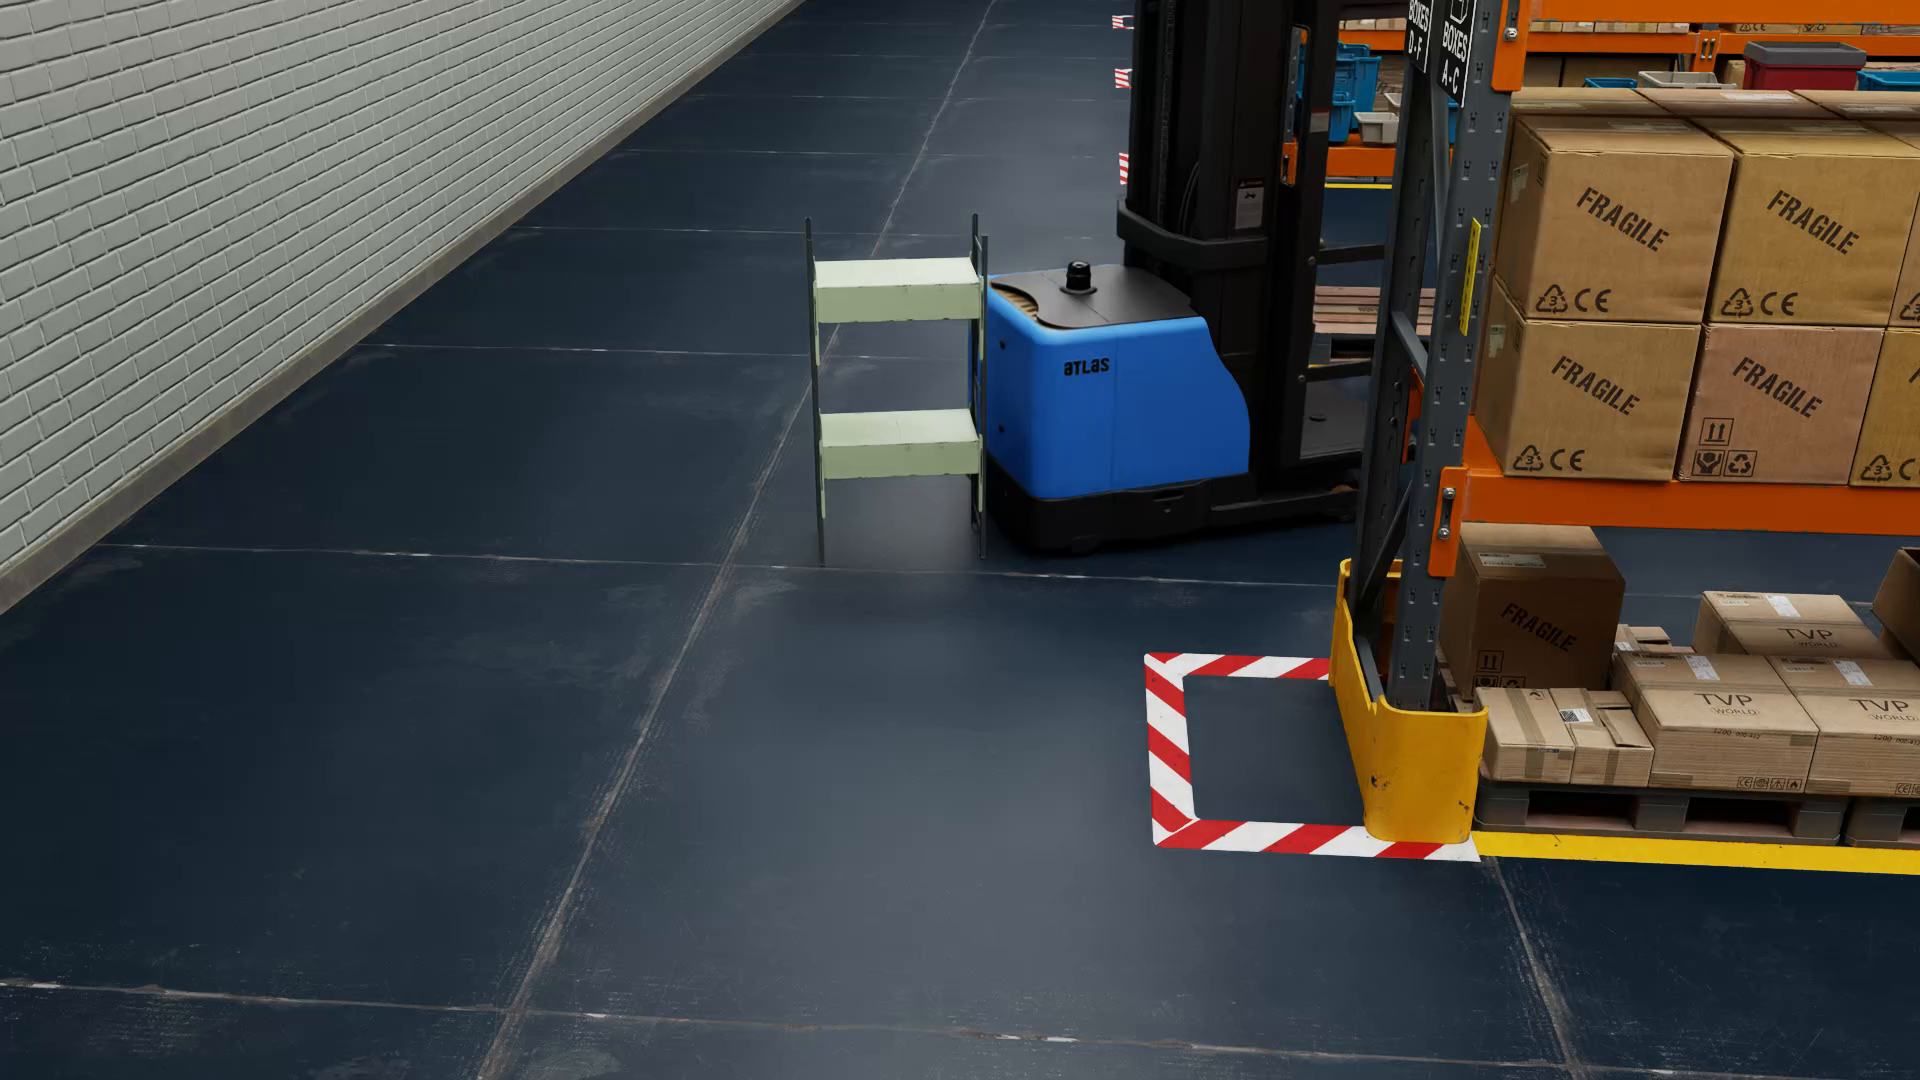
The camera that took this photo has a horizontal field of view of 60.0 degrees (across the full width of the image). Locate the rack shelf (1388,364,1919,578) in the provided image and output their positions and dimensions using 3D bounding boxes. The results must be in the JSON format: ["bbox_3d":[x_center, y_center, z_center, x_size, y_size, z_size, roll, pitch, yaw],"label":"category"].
[{"bbox_3d":[3.509,-0.202,5.495,4.000,0.370,1.077,2,25,4],"label":"rack shelf"}]

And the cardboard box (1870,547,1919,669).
[{"bbox_3d":[3.630,0.412,5.761,0.637,0.503,0.797,2,25,4],"label":"cardboard box"}]

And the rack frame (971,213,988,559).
[{"bbox_3d":[0.085,-0.677,7.460,0.023,1.500,0.400,-2,25,-5],"label":"rack frame"}]

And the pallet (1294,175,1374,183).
[{"bbox_3d":[3.080,-3.462,15.054,1.213,0.211,1.003,2,25,4],"label":"pallet"}]

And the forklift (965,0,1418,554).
[{"bbox_3d":[1.597,-1.626,7.811,3.031,2.935,1.130,-8,26,-17],"label":"forklift"}]

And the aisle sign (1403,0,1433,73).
[{"bbox_3d":[1.470,-1.904,5.222,0.004,0.787,0.394,2,25,4],"label":"aisle sign"}]

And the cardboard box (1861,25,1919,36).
[{"bbox_3d":[7.705,-4.488,13.829,0.500,0.500,0.500,1,25,3],"label":"cardboard box"}]

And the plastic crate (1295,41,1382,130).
[{"bbox_3d":[2.246,-2.768,10.096,0.499,0.435,0.616,2,25,4],"label":"plastic crate"}]

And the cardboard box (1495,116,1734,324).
[{"bbox_3d":[1.937,-0.968,4.984,0.500,0.500,0.500,3,25,6],"label":"cardboard box"}]

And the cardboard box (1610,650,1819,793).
[{"bbox_3d":[2.534,0.608,5.637,0.500,0.250,0.500,2,25,4],"label":"cardboard box"}]

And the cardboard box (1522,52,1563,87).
[{"bbox_3d":[4.716,-3.902,14.715,0.875,0.875,0.875,2,25,4],"label":"cardboard box"}]

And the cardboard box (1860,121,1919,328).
[{"bbox_3d":[2.957,-0.937,4.915,0.500,0.500,0.500,2,25,5],"label":"cardboard box"}]

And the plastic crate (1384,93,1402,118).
[{"bbox_3d":[2.725,-2.614,10.120,0.243,0.136,0.396,2,25,4],"label":"plastic crate"}]

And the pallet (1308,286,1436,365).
[{"bbox_3d":[2.717,-1.348,10.460,1.213,0.211,1.003,2,25,4],"label":"pallet"}]

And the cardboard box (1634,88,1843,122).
[{"bbox_3d":[2.483,-1.177,5.437,0.500,0.500,0.500,3,25,5],"label":"cardboard box"}]

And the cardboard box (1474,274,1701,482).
[{"bbox_3d":[1.937,-0.514,5.193,0.500,0.500,0.500,2,25,5],"label":"cardboard box"}]

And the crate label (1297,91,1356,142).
[{"bbox_3d":[2.119,-2.463,9.677,0.303,0.233,0.416,2,25,4],"label":"crate label"}]

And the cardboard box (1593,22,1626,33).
[{"bbox_3d":[5.424,-4.369,13.990,0.250,0.149,0.380,1,25,3],"label":"cardboard box"}]

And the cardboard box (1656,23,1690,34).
[{"bbox_3d":[5.936,-4.352,13.955,0.250,0.149,0.380,2,25,4],"label":"cardboard box"}]

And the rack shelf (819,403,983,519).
[{"bbox_3d":[-0.279,-0.365,7.562,0.720,0.370,0.431,-2,25,-5],"label":"rack shelf"}]

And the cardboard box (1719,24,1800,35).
[{"bbox_3d":[6.705,-4.520,13.898,0.500,0.500,0.500,2,25,4],"label":"cardboard box"}]

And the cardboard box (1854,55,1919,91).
[{"bbox_3d":[7.796,-3.779,14.446,0.875,0.875,1.225,1,25,2],"label":"cardboard box"}]

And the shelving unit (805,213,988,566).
[{"bbox_3d":[-0.279,-0.661,7.426,0.755,1.500,0.431,-2,25,-5],"label":"shelving unit"}]

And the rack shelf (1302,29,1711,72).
[{"bbox_3d":[4.271,-4.331,14.467,4.000,0.370,1.077,2,25,4],"label":"rack shelf"}]

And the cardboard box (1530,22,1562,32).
[{"bbox_3d":[4.910,-4.385,14.026,0.250,0.149,0.380,2,25,5],"label":"cardboard box"}]

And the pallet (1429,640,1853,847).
[{"bbox_3d":[2.386,0.702,6.006,1.213,0.211,1.003,2,25,4],"label":"pallet"}]

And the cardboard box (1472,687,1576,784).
[{"bbox_3d":[1.906,0.659,5.647,0.250,0.149,0.380,2,25,4],"label":"cardboard box"}]

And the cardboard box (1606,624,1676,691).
[{"bbox_3d":[2.473,0.460,6.059,0.250,0.166,0.380,2,25,4],"label":"cardboard box"}]

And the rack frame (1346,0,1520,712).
[{"bbox_3d":[1.515,-0.593,5.483,0.127,3.000,1.000,2,25,4],"label":"rack frame"}]

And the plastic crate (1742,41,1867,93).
[{"bbox_3d":[5.015,-2.718,9.955,0.583,0.464,0.402,2,25,4],"label":"plastic crate"}]

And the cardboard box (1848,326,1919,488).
[{"bbox_3d":[2.952,-0.482,5.124,0.500,0.500,0.500,2,25,4],"label":"cardboard box"}]

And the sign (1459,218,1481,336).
[{"bbox_3d":[1.473,-0.760,4.811,0.005,0.325,0.100,2,25,4],"label":"sign"}]

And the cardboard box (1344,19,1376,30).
[{"bbox_3d":[3.377,-4.435,14.134,0.250,0.149,0.380,1,25,3],"label":"cardboard box"}]

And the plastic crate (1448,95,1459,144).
[{"bbox_3d":[2.775,-2.442,9.631,0.300,0.233,0.416,2,25,4],"label":"plastic crate"}]

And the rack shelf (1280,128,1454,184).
[{"bbox_3d":[3.892,-2.266,9.981,4.000,0.370,1.077,2,25,4],"label":"rack shelf"}]
